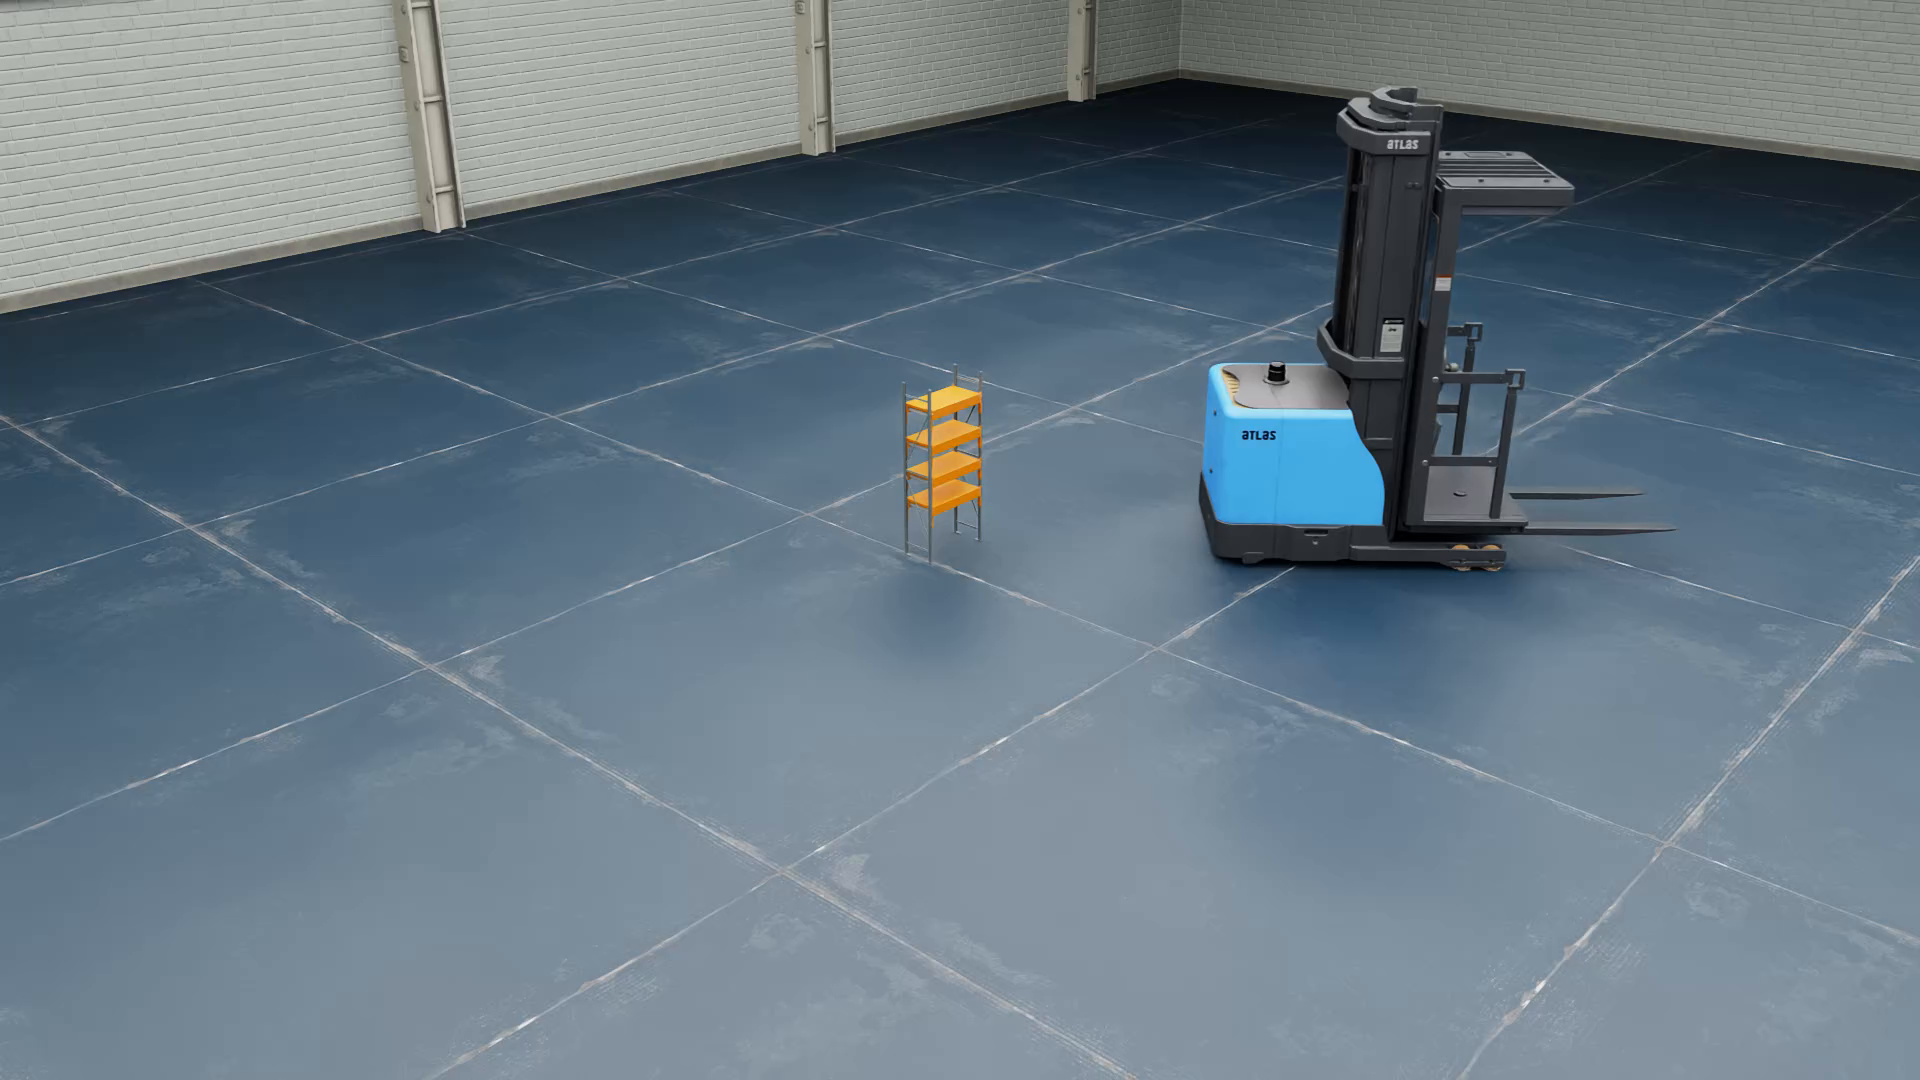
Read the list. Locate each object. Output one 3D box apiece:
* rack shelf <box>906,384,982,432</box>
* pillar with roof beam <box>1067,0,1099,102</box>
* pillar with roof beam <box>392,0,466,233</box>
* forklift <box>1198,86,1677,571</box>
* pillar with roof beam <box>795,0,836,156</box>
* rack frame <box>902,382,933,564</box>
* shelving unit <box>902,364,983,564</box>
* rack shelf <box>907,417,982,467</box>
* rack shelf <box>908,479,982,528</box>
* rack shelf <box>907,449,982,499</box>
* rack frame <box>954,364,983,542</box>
[{"bbox_3d":[-0.110,-0.856,10.731,0.258,0.148,0.480,20,31,38],"label":"rack shelf"},{"bbox_3d":[5.211,-10.223,23.051,9.100,9.000,0.400,20,31,38],"label":"pillar with roof beam"},{"bbox_3d":[-2.797,-6.567,14.897,9.100,9.000,0.400,20,31,38],"label":"pillar with roof beam"},{"bbox_3d":[3.180,-1.356,10.692,3.031,2.935,1.130,1,24,1],"label":"forklift"},{"bbox_3d":[1.207,-8.395,18.974,9.100,9.000,0.400,20,31,38],"label":"pillar with roof beam"},{"bbox_3d":[-0.273,-0.423,10.726,0.240,1.200,0.015,20,31,38],"label":"rack frame"},{"bbox_3d":[-0.110,-0.497,10.892,0.258,1.200,0.503,20,31,38],"label":"shelving unit"},{"bbox_3d":[-0.110,-0.640,10.828,0.258,0.148,0.480,20,31,38],"label":"rack shelf"},{"bbox_3d":[-0.110,-0.254,11.001,0.258,0.148,0.480,20,31,38],"label":"rack shelf"},{"bbox_3d":[-0.110,-0.436,10.920,0.258,0.148,0.480,20,31,38],"label":"rack shelf"},{"bbox_3d":[0.052,-0.571,11.058,0.240,1.200,0.015,20,31,38],"label":"rack frame"}]
